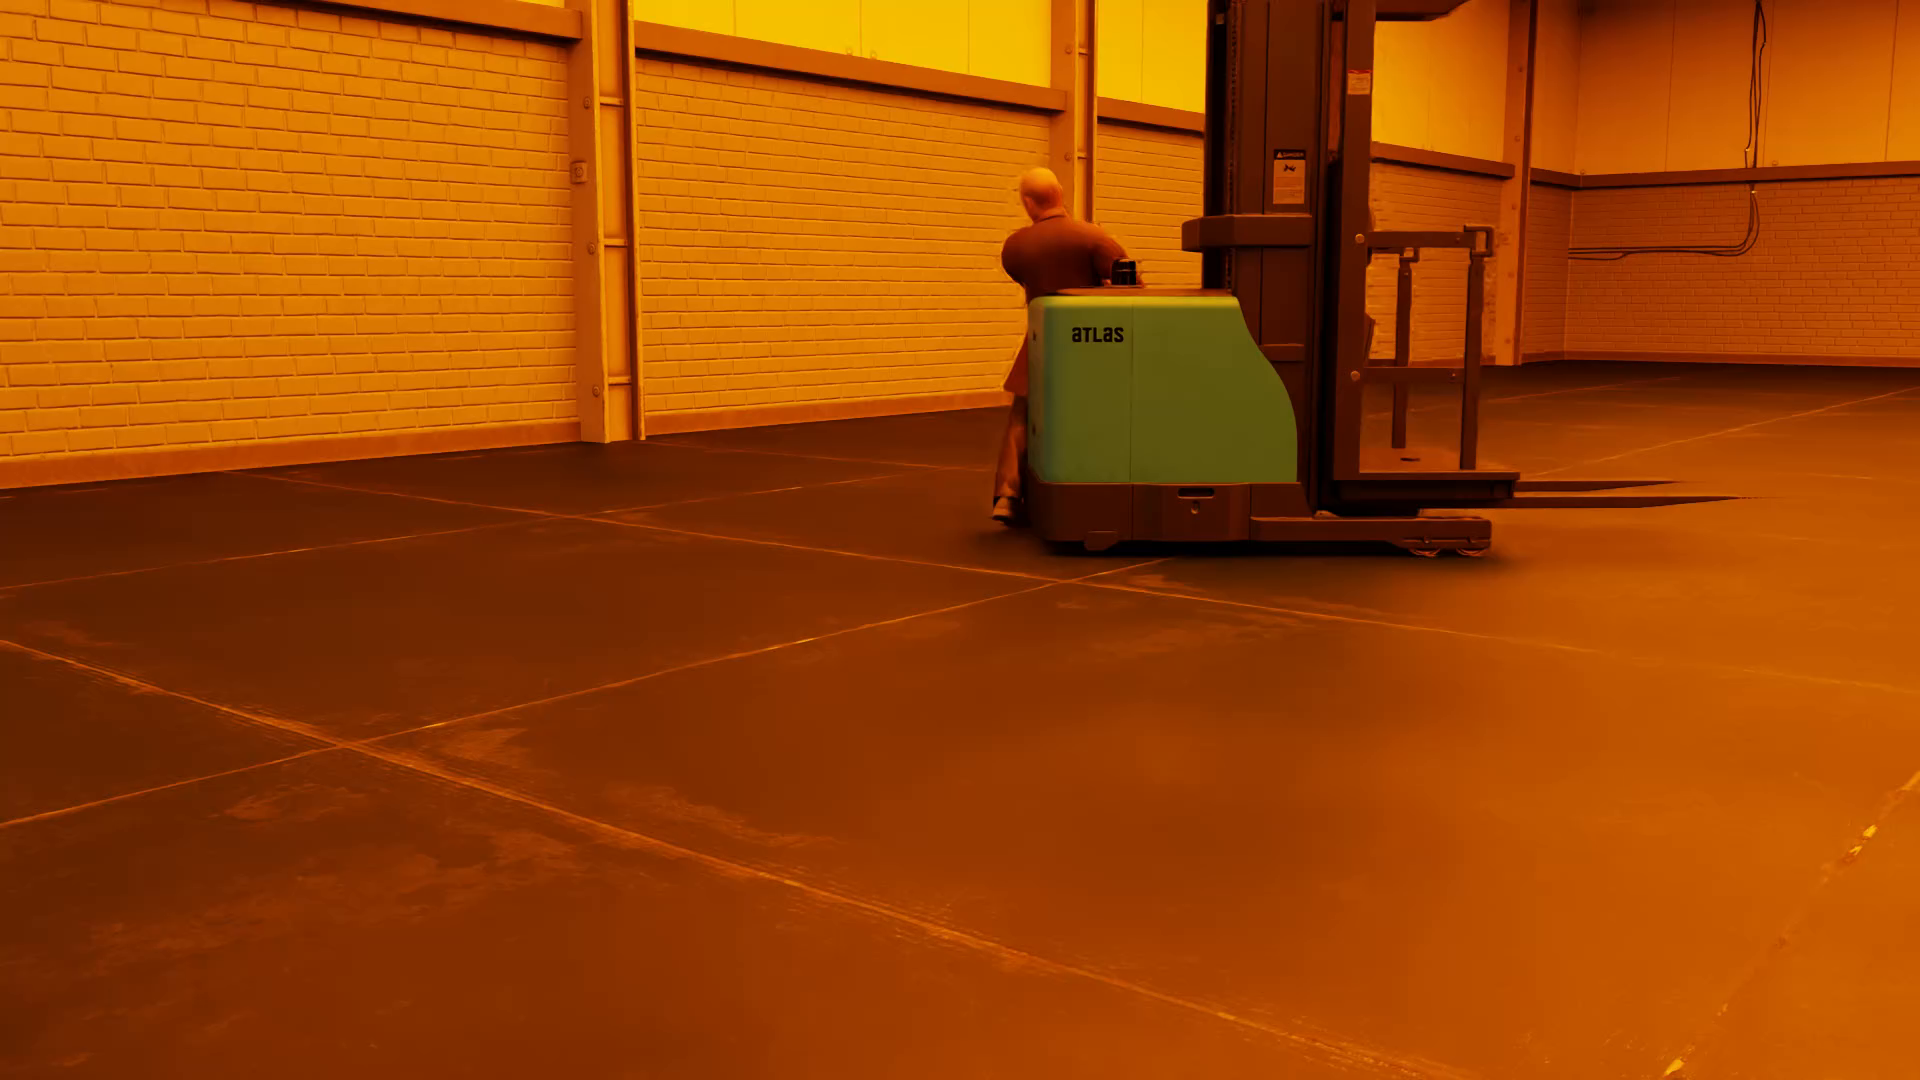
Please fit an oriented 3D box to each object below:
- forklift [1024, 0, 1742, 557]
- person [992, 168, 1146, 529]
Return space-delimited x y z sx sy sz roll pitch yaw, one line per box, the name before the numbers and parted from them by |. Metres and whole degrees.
forklift | 1.829 -1.456 7.230 3.031 2.935 1.130 0 8 -2
person | 0.606 -0.882 7.760 0.827 1.653 0.943 2 9 16
